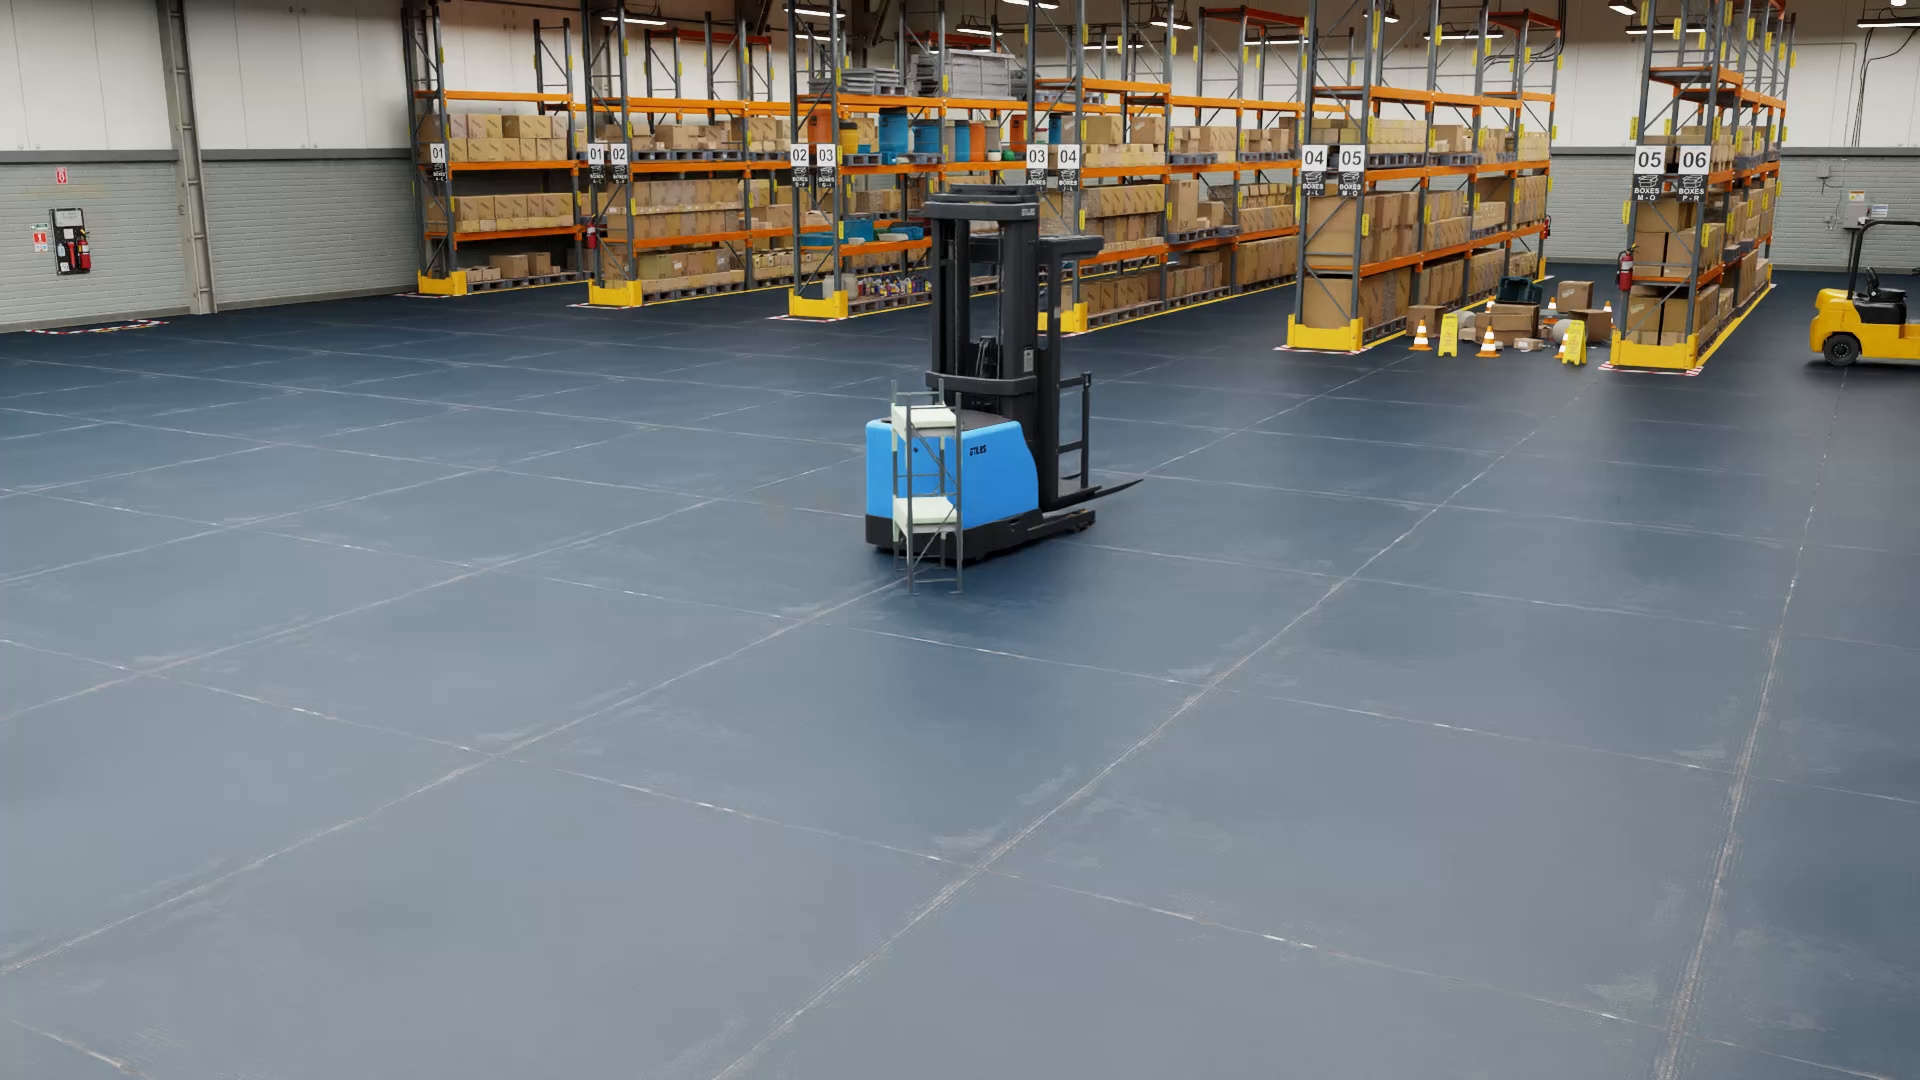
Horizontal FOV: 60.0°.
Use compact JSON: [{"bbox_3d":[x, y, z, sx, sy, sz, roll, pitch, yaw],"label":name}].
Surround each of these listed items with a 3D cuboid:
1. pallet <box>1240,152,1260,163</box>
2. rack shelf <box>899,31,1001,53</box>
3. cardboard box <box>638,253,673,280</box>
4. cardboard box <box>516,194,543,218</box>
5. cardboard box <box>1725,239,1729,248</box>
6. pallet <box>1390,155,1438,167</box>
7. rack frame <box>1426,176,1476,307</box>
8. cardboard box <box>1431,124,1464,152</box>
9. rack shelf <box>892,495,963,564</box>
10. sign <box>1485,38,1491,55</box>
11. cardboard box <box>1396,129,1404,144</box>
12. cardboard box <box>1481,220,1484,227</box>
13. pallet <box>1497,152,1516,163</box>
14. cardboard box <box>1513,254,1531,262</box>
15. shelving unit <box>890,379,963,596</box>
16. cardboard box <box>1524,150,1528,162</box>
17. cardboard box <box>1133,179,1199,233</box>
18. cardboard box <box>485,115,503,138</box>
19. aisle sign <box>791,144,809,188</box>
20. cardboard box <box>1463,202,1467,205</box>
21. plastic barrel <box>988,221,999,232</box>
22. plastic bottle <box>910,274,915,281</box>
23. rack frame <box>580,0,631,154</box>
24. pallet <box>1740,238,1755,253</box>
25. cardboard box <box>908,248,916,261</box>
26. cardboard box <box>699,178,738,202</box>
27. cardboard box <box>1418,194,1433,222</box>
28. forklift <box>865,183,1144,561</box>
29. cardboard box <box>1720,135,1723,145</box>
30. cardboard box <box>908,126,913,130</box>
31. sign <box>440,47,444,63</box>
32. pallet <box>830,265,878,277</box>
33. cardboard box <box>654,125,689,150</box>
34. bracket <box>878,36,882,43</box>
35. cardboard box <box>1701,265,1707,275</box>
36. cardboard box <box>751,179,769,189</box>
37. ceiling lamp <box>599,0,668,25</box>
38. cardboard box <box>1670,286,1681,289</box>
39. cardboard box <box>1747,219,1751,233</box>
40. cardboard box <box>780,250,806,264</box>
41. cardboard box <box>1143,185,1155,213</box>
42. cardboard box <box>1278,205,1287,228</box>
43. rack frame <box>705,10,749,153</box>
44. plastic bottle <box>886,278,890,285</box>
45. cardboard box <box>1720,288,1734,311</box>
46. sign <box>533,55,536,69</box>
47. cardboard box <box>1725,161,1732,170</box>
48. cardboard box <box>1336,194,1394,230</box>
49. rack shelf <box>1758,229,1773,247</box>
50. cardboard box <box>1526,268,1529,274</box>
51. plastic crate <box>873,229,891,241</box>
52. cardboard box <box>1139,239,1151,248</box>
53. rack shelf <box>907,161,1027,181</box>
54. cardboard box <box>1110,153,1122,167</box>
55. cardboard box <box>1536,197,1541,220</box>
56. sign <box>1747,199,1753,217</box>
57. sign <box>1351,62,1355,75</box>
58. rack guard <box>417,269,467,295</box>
[{"bbox_3d":[5.762,-8.316,36.129,1.213,0.211,1.003,8,16,31],"label":"pallet"},{"bbox_3d":[-0.272,-13.348,44.642,1.077,0.370,4.000,7,15,28],"label":"rack shelf"},{"bbox_3d":[-6.346,-5.713,34.700,0.500,0.500,0.500,7,15,28],"label":"cardboard box"},{"bbox_3d":[-9.892,-7.638,37.994,0.500,0.500,0.500,7,15,26],"label":"cardboard box"},{"bbox_3d":[12.782,-5.027,28.126,0.380,0.149,0.250,8,16,29],"label":"cardboard box"},{"bbox_3d":[8.257,-6.967,30.539,0.805,0.209,1.217,7,15,26],"label":"pallet"},{"bbox_3d":[9.790,-6.228,33.469,1.000,3.000,0.127,7,15,28],"label":"rack frame"},{"bbox_3d":[9.195,-7.600,31.434,0.500,0.500,0.500,7,15,28],"label":"cardboard box"},{"bbox_3d":[-0.252,-0.095,12.615,0.431,0.370,0.720,-3,14,-10],"label":"rack shelf"},{"bbox_3d":[10.278,-9.614,32.380,0.100,0.325,0.005,7,15,28],"label":"sign"},{"bbox_3d":[7.112,-6.750,27.810,0.500,0.250,0.500,7,15,28],"label":"cardboard box"},{"bbox_3d":[10.699,-6.600,34.651,0.380,0.149,0.250,8,16,30],"label":"cardboard box"},{"bbox_3d":[11.332,-8.301,36.068,1.213,0.211,1.003,7,15,28],"label":"pallet"},{"bbox_3d":[13.176,-6.620,39.010,0.380,0.149,0.250,8,16,30],"label":"cardboard box"},{"bbox_3d":[-0.254,-0.412,12.538,0.431,1.500,0.755,-3,14,-10],"label":"shelving unit"},{"bbox_3d":[12.413,-8.603,37.239,0.500,0.250,0.500,7,15,27],"label":"cardboard box"},{"bbox_3d":[4.070,-6.633,32.972,1.000,1.000,1.000,7,15,28],"label":"cardboard box"},{"bbox_3d":[-10.455,-9.111,36.637,0.500,0.500,0.500,8,16,30],"label":"cardboard box"},{"bbox_3d":[-3.001,-7.014,31.179,0.394,0.787,0.004,7,15,28],"label":"aisle sign"},{"bbox_3d":[10.752,-7.231,35.996,0.380,0.149,0.250,7,15,27],"label":"cardboard box"},{"bbox_3d":[0.647,-7.105,36.866,0.421,0.512,0.421,0,14,0],"label":"plastic barrel"},{"bbox_3d":[-0.958,-5.329,34.452,0.144,0.351,0.185,7,15,28],"label":"plastic bottle"},{"bbox_3d":[-7.040,-9.209,33.033,1.000,3.000,0.127,7,15,28],"label":"rack frame"},{"bbox_3d":[13.921,-5.437,30.594,1.213,0.211,1.003,7,15,28],"label":"pallet"},{"bbox_3d":[-1.473,-7.519,43.218,0.500,0.500,0.500,7,15,28],"label":"cardboard box"},{"bbox_3d":[-5.316,-7.701,36.596,0.700,0.500,0.500,7,15,28],"label":"cardboard box"},{"bbox_3d":[8.338,-6.151,30.800,0.700,0.500,0.500,7,15,27],"label":"cardboard box"},{"bbox_3d":[0.522,-1.546,14.194,1.130,2.935,3.031,10,17,36],"label":"forklift"},{"bbox_3d":[11.358,-6.067,25.235,0.380,0.149,0.250,8,16,30],"label":"cardboard box"},{"bbox_3d":[-1.547,-10.420,43.130,0.600,0.600,0.600,6,15,23],"label":"cardboard box"},{"bbox_3d":[-10.904,-10.201,34.984,0.100,0.325,0.005,7,15,28],"label":"sign"},{"bbox_3d":[-2.779,-6.728,41.489,1.003,0.211,1.213,7,15,28],"label":"pallet"},{"bbox_3d":[-5.998,-8.382,34.592,0.500,0.500,0.500,7,15,28],"label":"cardboard box"},{"bbox_3d":[-2.584,-15.499,51.443,0.235,0.232,0.430,7,15,28],"label":"bracket"},{"bbox_3d":[11.122,-4.117,25.245,0.380,0.149,0.250,8,16,29],"label":"cardboard box"},{"bbox_3d":[-5.579,-9.758,45.619,0.500,0.250,0.500,8,16,29],"label":"cardboard box"},{"bbox_3d":[-7.054,-13.083,36.645,0.800,3.185,2.000,7,15,28],"label":"ceiling lamp"},{"bbox_3d":[11.468,-3.898,27.173,0.500,0.500,0.500,8,16,30],"label":"cardboard box"},{"bbox_3d":[14.884,-6.040,31.942,0.500,0.250,0.500,8,16,29],"label":"cardboard box"},{"bbox_3d":[-3.947,-6.626,38.891,0.500,0.311,0.500,8,16,30],"label":"cardboard box"},{"bbox_3d":[3.346,-6.444,31.379,0.500,0.500,0.500,7,15,28],"label":"cardboard box"},{"bbox_3d":[7.199,-7.453,38.334,0.500,0.500,0.500,8,16,30],"label":"cardboard box"},{"bbox_3d":[-5.107,-10.030,36.437,1.000,3.000,0.127,7,15,28],"label":"rack frame"},{"bbox_3d":[-1.490,-5.277,34.405,0.097,0.271,0.097,0,14,0],"label":"plastic bottle"},{"bbox_3d":[13.890,-4.500,31.011,0.950,0.372,0.625,6,15,24],"label":"cardboard box"},{"bbox_3d":[-9.933,-11.183,38.890,0.100,0.325,0.005,7,15,28],"label":"sign"},{"bbox_3d":[12.353,-6.104,27.090,0.380,0.149,0.250,7,15,28],"label":"cardboard box"},{"bbox_3d":[6.711,-5.480,27.738,0.875,0.550,0.550,7,15,28],"label":"cardboard box"},{"bbox_3d":[17.073,-6.570,36.419,1.077,0.370,4.000,7,15,28],"label":"rack shelf"},{"bbox_3d":[13.171,-6.336,39.102,0.380,0.149,0.250,7,15,26],"label":"cardboard box"},{"bbox_3d":[-1.676,-6.202,33.812,0.450,0.188,0.662,7,15,28],"label":"plastic crate"},{"bbox_3d":[3.391,-5.632,31.532,0.380,0.149,0.250,7,15,28],"label":"cardboard box"},{"bbox_3d":[0.195,-8.070,36.244,1.077,0.370,4.000,7,15,28],"label":"rack shelf"},{"bbox_3d":[2.576,-6.832,29.894,0.500,0.250,0.500,7,15,28],"label":"cardboard box"},{"bbox_3d":[13.412,-7.837,39.291,0.500,0.500,0.500,7,15,27],"label":"cardboard box"},{"bbox_3d":[14.652,-6.153,30.855,0.100,0.325,0.005,7,15,28],"label":"sign"},{"bbox_3d":[9.833,-11.797,41.605,0.100,0.325,0.005,7,15,28],"label":"sign"},{"bbox_3d":[-11.342,-5.654,36.419,1.175,0.500,0.348,7,15,28],"label":"rack guard"}]
